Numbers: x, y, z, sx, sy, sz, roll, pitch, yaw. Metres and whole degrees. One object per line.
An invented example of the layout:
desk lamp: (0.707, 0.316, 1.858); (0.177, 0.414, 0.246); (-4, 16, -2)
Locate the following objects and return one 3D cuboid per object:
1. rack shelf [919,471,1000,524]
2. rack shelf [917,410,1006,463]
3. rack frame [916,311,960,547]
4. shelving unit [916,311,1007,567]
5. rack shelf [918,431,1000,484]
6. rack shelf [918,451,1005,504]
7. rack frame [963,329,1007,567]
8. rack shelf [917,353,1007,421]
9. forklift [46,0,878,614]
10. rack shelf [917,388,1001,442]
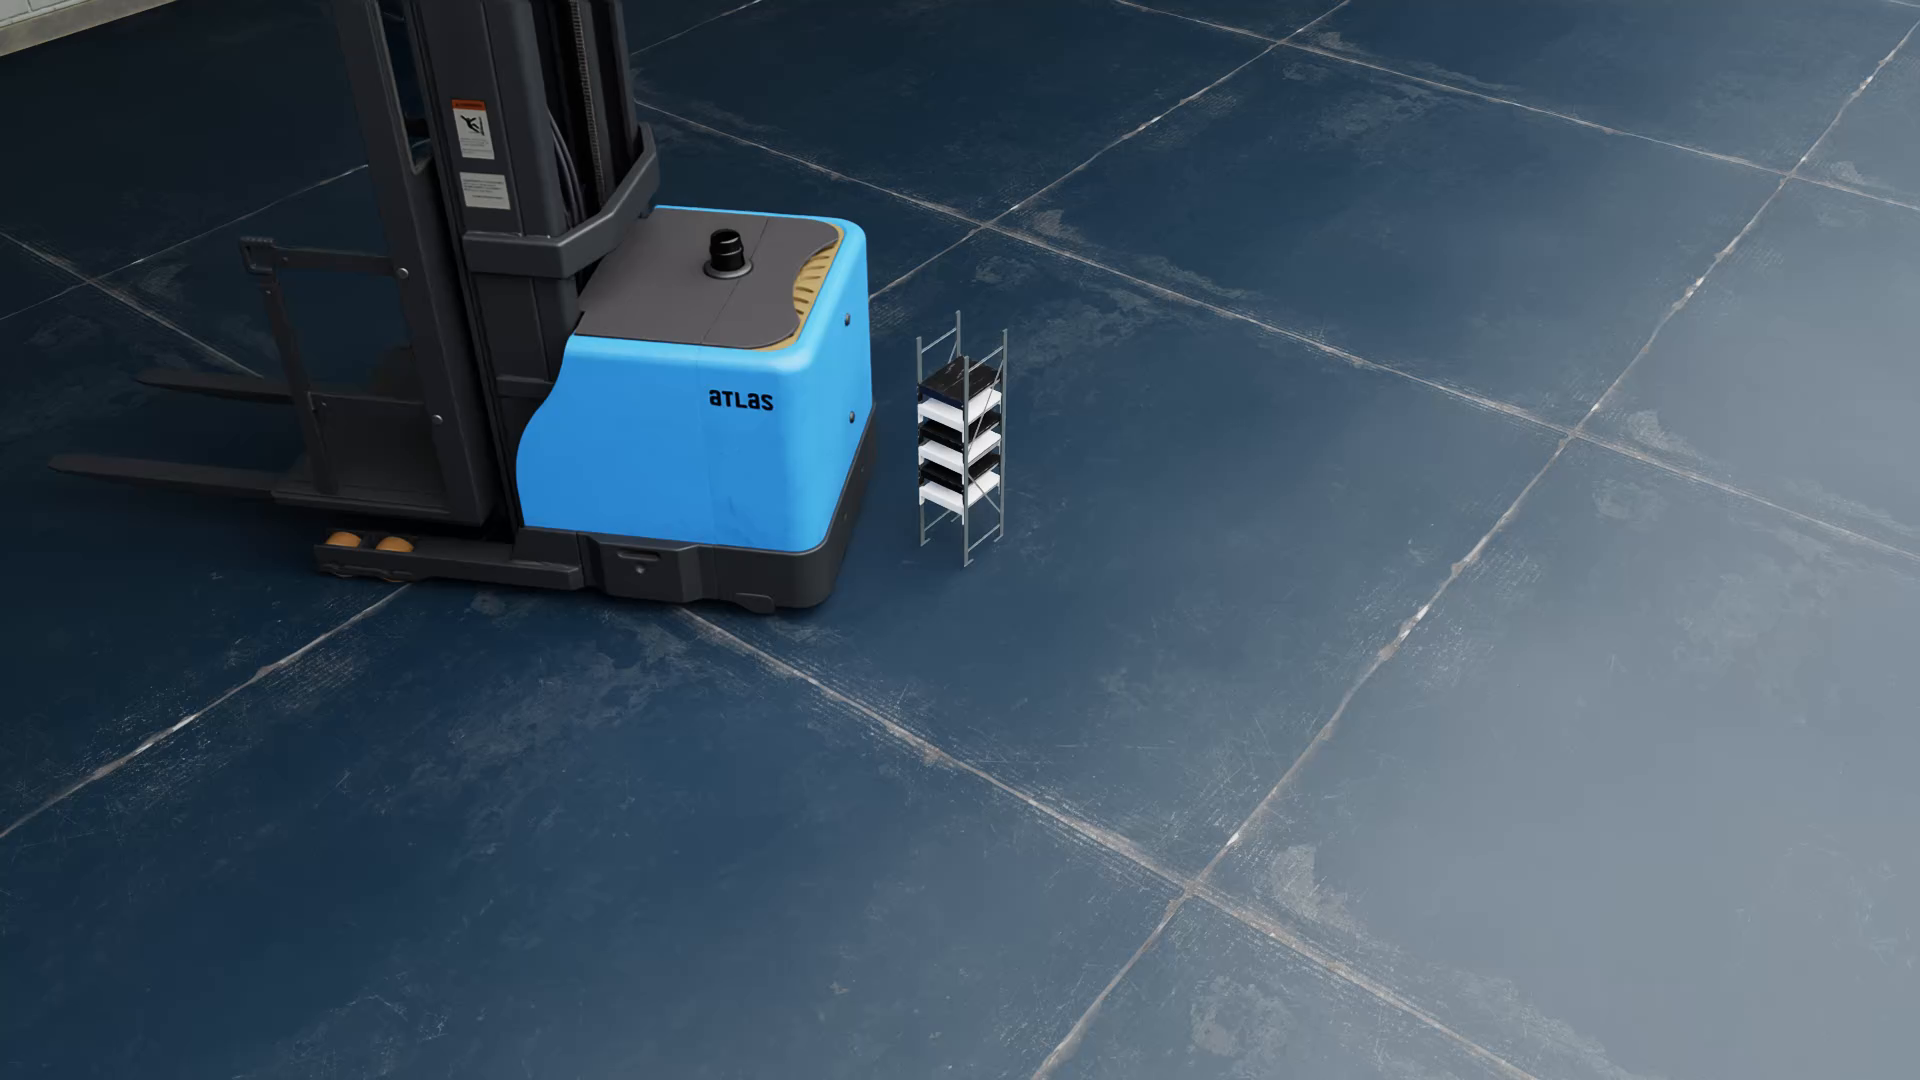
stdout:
rack shelf: (0.006, -0.183, 6.100); (0.200, 0.077, 0.258); (25, 45, 29)
rack shelf: (0.006, -0.396, 5.934); (0.200, 0.077, 0.258); (25, 45, 29)
rack frame: (-0.074, -0.389, 6.017); (0.006, 0.900, 0.240); (25, 45, 29)
shelving unit: (0.006, -0.351, 5.969); (0.210, 0.900, 0.258); (25, 45, 29)
rack shelf: (0.006, -0.325, 5.989); (0.200, 0.077, 0.258); (25, 45, 29)
rack shelf: (0.006, -0.254, 6.045); (0.200, 0.077, 0.258); (25, 45, 29)
rack frame: (0.087, -0.313, 5.920); (0.006, 0.900, 0.240); (25, 45, 29)
rack shelf: (0.006, -0.538, 5.823); (0.200, 0.077, 0.258); (25, 45, 29)
forklift: (-1.888, -1.314, 5.551); (3.031, 2.935, 1.130); (6, 38, 7)
rack shelf: (0.006, -0.467, 5.878); (0.200, 0.077, 0.258); (25, 45, 29)
